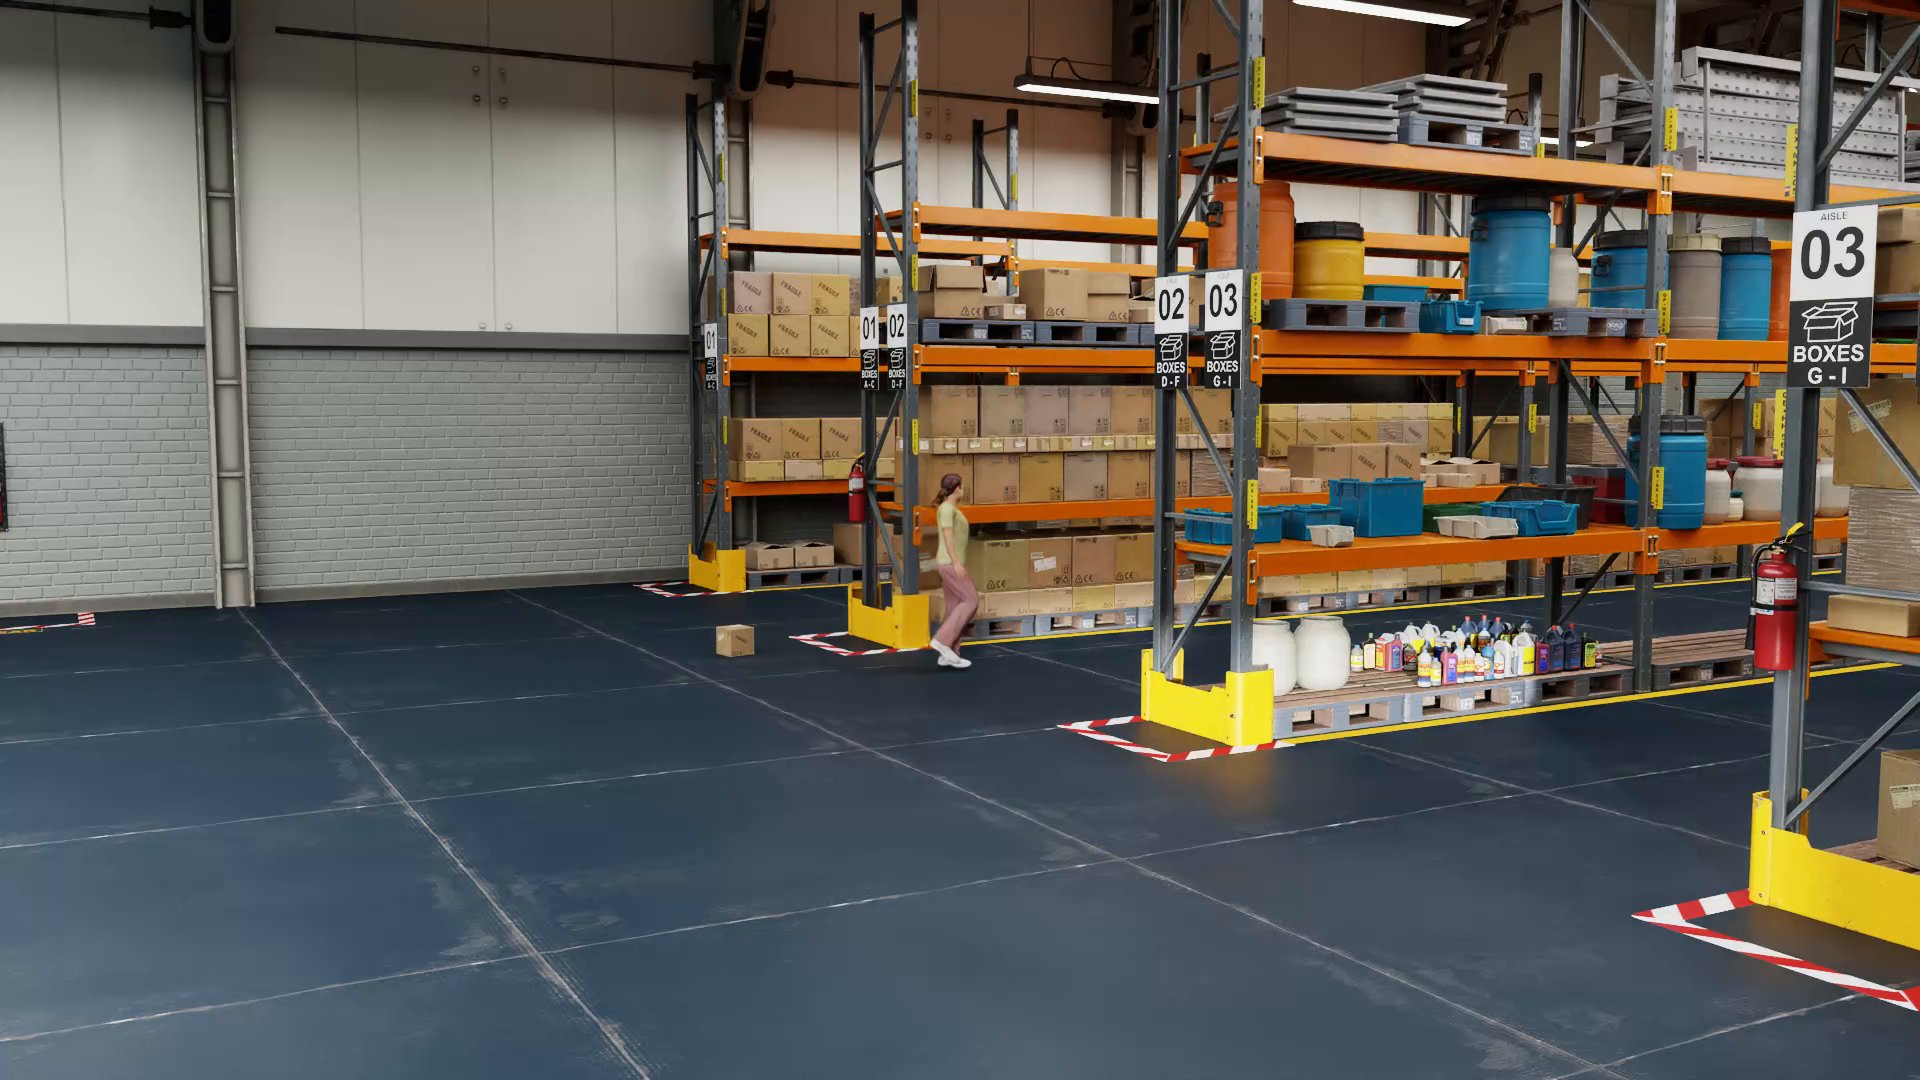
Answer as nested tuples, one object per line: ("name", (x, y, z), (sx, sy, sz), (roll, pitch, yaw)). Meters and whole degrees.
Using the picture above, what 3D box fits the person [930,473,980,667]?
("person", (-0.034, 0.258, 14.404), (0.439, 1.661, 0.578), (1, 5, 6))
